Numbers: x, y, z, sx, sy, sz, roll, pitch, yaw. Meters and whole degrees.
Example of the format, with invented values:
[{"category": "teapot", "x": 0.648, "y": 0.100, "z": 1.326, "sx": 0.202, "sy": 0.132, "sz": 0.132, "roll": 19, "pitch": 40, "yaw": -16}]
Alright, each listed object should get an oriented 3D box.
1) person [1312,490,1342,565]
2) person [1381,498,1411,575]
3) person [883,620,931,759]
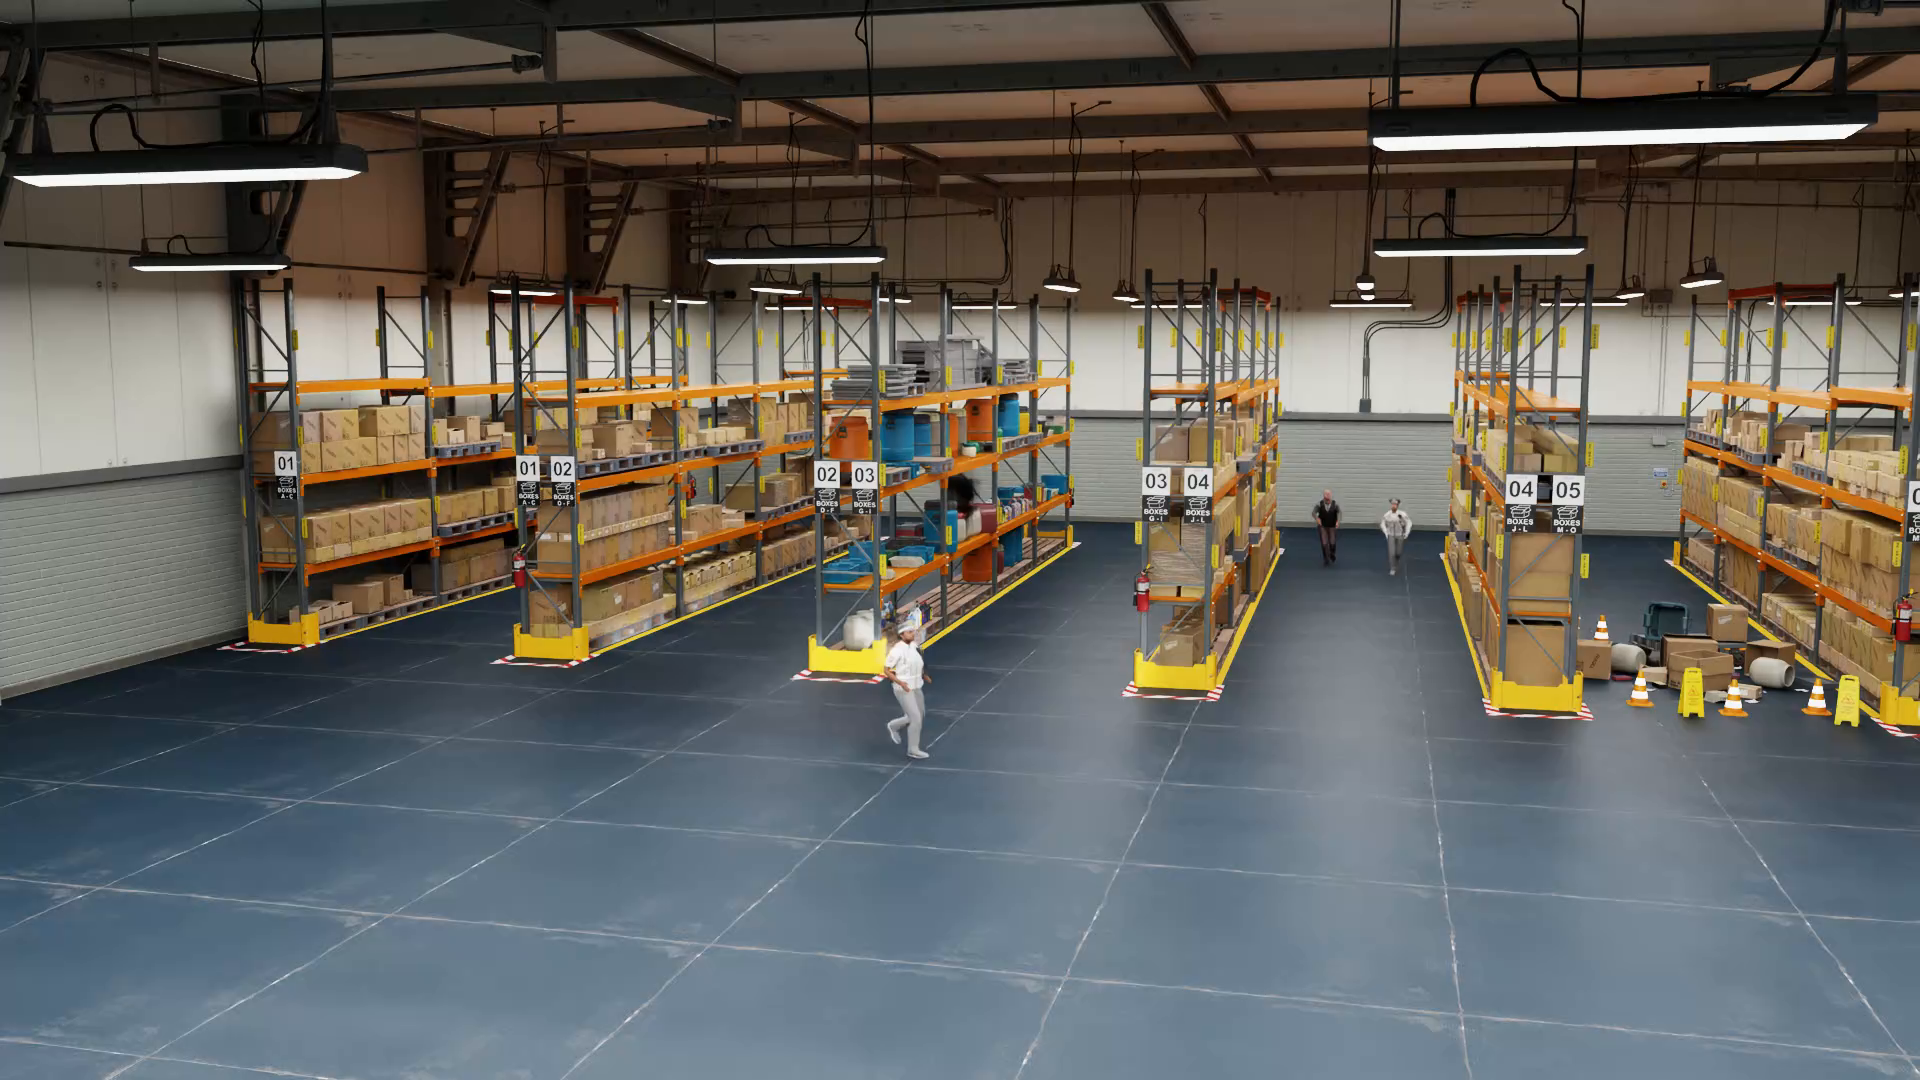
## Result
[{"category": "person", "x": 8.196, "y": -0.284, "z": 37.170, "sx": 0.667, "sy": 1.689, "sz": 0.581, "roll": 1, "pitch": 7, "yaw": 12}, {"category": "person", "x": 9.338, "y": -0.081, "z": 35.660, "sx": 0.636, "sy": 1.674, "sz": 0.577, "roll": 2, "pitch": 7, "yaw": 19}, {"category": "person", "x": -0.663, "y": 1.780, "z": 20.064, "sx": 0.701, "sy": 1.654, "sz": 0.580, "roll": 5, "pitch": 9, "yaw": 38}]
